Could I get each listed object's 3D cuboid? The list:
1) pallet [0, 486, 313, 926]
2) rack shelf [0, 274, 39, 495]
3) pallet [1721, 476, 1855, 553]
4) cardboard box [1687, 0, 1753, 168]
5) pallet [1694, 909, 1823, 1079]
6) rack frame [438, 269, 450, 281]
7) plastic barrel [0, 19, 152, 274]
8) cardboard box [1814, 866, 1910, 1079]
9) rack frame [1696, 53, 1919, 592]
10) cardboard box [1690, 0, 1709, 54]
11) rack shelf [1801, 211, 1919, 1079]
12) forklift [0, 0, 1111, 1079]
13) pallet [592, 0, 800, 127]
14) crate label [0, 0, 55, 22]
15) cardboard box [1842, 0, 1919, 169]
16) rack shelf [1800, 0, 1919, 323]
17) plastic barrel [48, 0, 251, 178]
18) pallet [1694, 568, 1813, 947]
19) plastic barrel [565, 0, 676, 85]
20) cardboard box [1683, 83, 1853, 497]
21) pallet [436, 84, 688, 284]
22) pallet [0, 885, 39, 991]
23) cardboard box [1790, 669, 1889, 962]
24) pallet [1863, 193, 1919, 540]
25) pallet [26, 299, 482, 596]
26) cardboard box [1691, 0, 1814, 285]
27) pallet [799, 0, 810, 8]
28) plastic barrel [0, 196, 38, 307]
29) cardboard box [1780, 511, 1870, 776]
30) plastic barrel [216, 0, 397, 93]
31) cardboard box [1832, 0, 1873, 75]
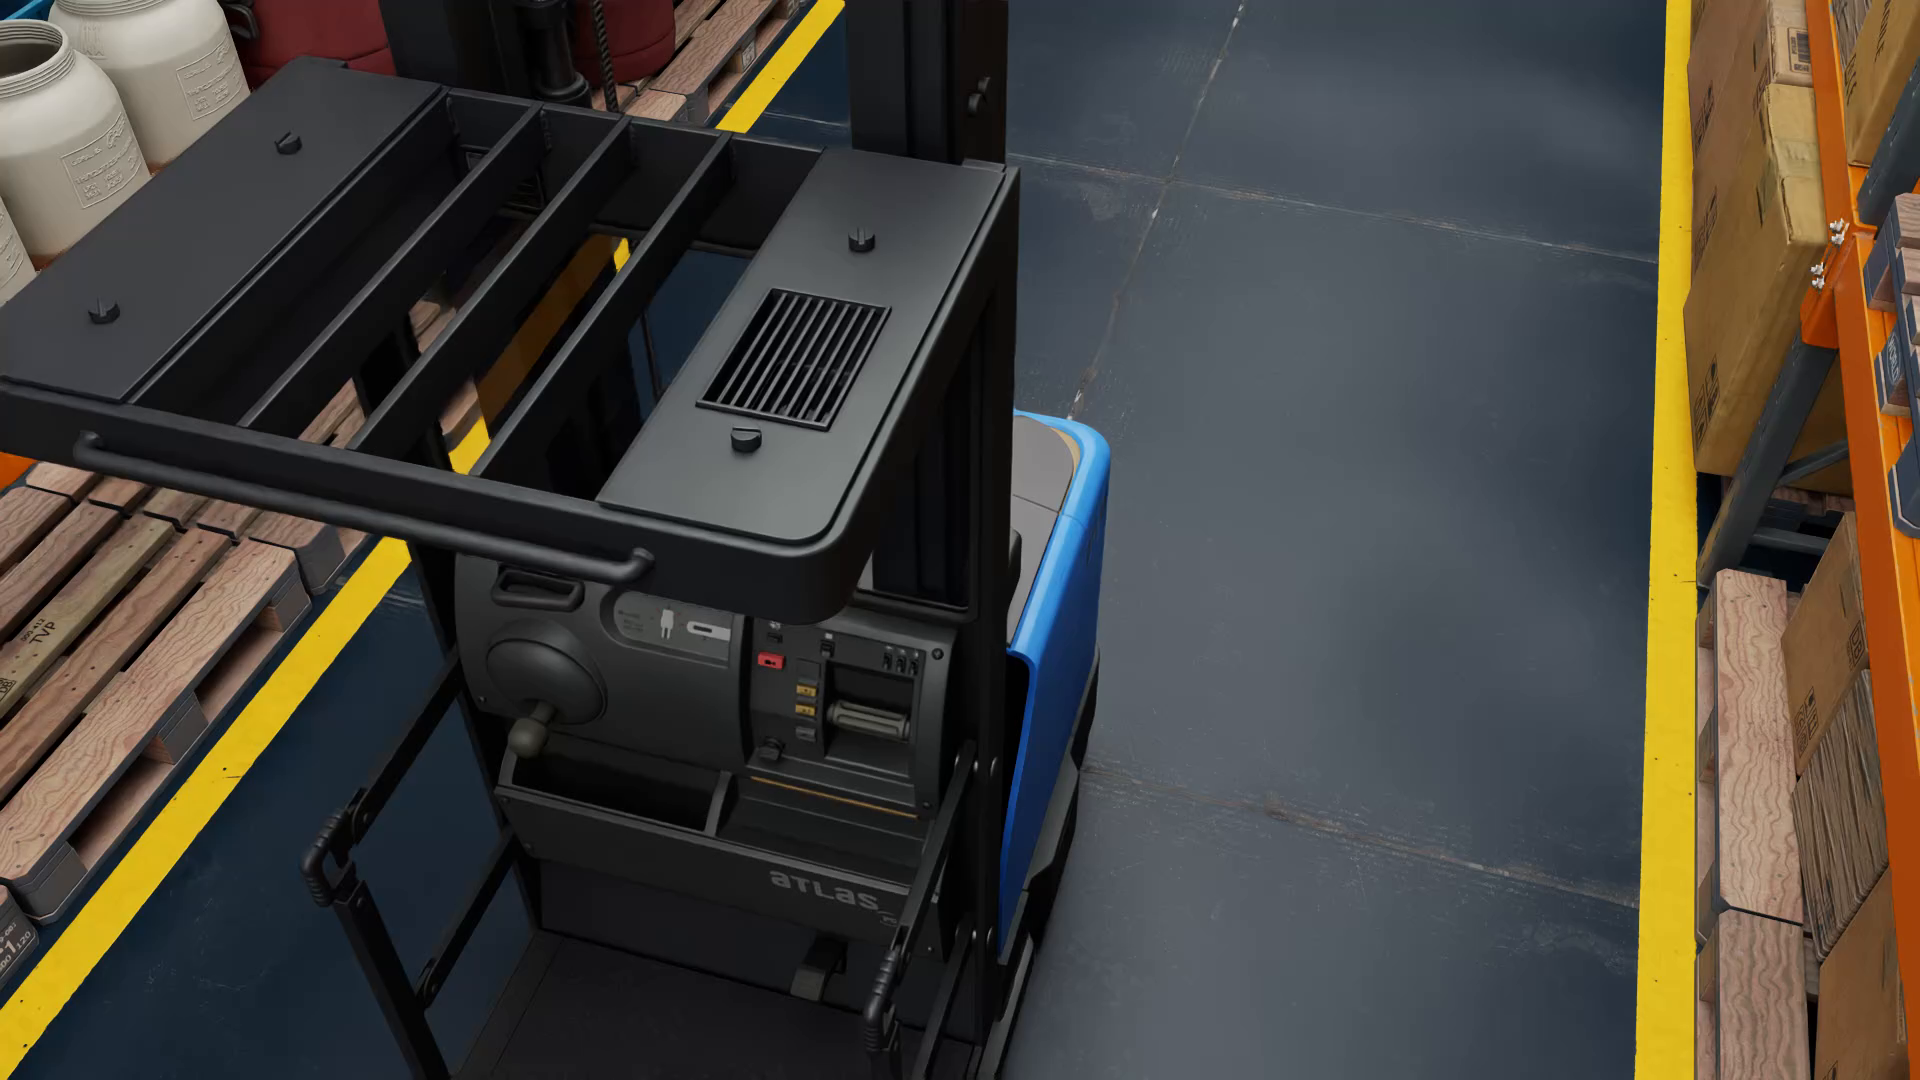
[{"bbox_3d":[-2.612,0.408,4.682,1.003,0.211,1.213,13,46,13],"label":"pallet"},{"bbox_3d":[-2.575,-0.317,3.944,1.077,0.370,4.000,13,46,13],"label":"rack shelf"},{"bbox_3d":[3.062,-0.371,5.478,1.003,0.211,1.213,13,46,13],"label":"pallet"},{"bbox_3d":[3.518,-1.889,6.254,1.225,0.875,0.875,11,45,11],"label":"cardboard box"},{"bbox_3d":[2.142,1.469,3.597,1.003,0.211,1.213,13,46,13],"label":"pallet"},{"bbox_3d":[-1.969,-1.907,5.055,1.000,3.000,0.127,13,46,13],"label":"rack frame"},{"bbox_3d":[-2.204,-0.936,3.982,0.421,0.512,0.421,0,44,0],"label":"plastic barrel"},{"bbox_3d":[2.247,1.080,3.474,0.700,0.500,0.500,16,47,16],"label":"cardboard box"},{"bbox_3d":[2.752,-0.858,3.982,1.000,3.000,0.127,13,46,13],"label":"rack frame"},{"bbox_3d":[3.788,-2.484,6.863,1.225,0.875,0.875,13,46,13],"label":"cardboard box"},{"bbox_3d":[2.146,0.732,2.872,1.077,0.370,4.000,13,46,13],"label":"rack shelf"},{"bbox_3d":[-0.525,0.340,2.806,1.130,2.935,3.031,12,46,12],"label":"forklift"},{"bbox_3d":[-1.399,-2.256,7.404,1.003,0.211,1.213,13,46,13],"label":"pallet"},{"bbox_3d":[-2.527,-1.315,4.424,0.502,0.435,0.616,13,46,13],"label":"crate label"},{"bbox_3d":[2.665,-1.276,4.337,0.500,0.500,0.500,14,46,14],"label":"cardboard box"},{"bbox_3d":[3.357,-1.934,5.596,1.077,0.370,4.000,13,46,13],"label":"rack shelf"},{"bbox_3d":[-2.077,-1.216,4.268,0.421,0.512,0.421,0,44,0],"label":"plastic barrel"},{"bbox_3d":[2.513,0.659,4.426,1.003,0.211,1.213,13,46,13],"label":"pallet"},{"bbox_3d":[-1.495,-2.278,6.857,0.600,0.588,0.708,13,46,13],"label":"plastic barrel"},{"bbox_3d":[2.980,-0.705,5.044,1.225,0.875,0.875,11,45,11],"label":"cardboard box"},{"bbox_3d":[-1.770,-1.445,6.576,1.003,0.211,1.213,13,46,13],"label":"pallet"},{"bbox_3d":[-2.979,1.224,3.848,1.003,0.211,1.213,13,46,13],"label":"pallet"},{"bbox_3d":[2.412,0.701,3.862,0.700,0.500,0.500,9,45,9],"label":"cardboard box"},{"bbox_3d":[2.637,-0.292,3.541,1.213,0.211,1.003,13,46,13],"label":"pallet"},{"bbox_3d":[-2.240,-0.403,5.511,1.003,0.211,1.213,13,46,13],"label":"pallet"},{"bbox_3d":[3.258,-1.297,5.650,1.225,0.875,0.875,13,46,13],"label":"cardboard box"},{"bbox_3d":[-1.031,-3.072,8.238,1.003,0.211,1.213,13,46,13],"label":"pallet"},{"bbox_3d":[-2.328,-0.658,3.681,0.433,0.535,0.433,0,44,0],"label":"plastic barrel"},{"bbox_3d":[2.568,0.329,4.242,0.700,0.500,0.500,10,45,10],"label":"cardboard box"},{"bbox_3d":[-1.821,-1.583,4.625,0.600,0.536,0.708,13,46,13],"label":"plastic barrel"},{"bbox_3d":[2.821,-1.607,4.676,0.500,0.500,0.500,12,46,12],"label":"cardboard box"}]
